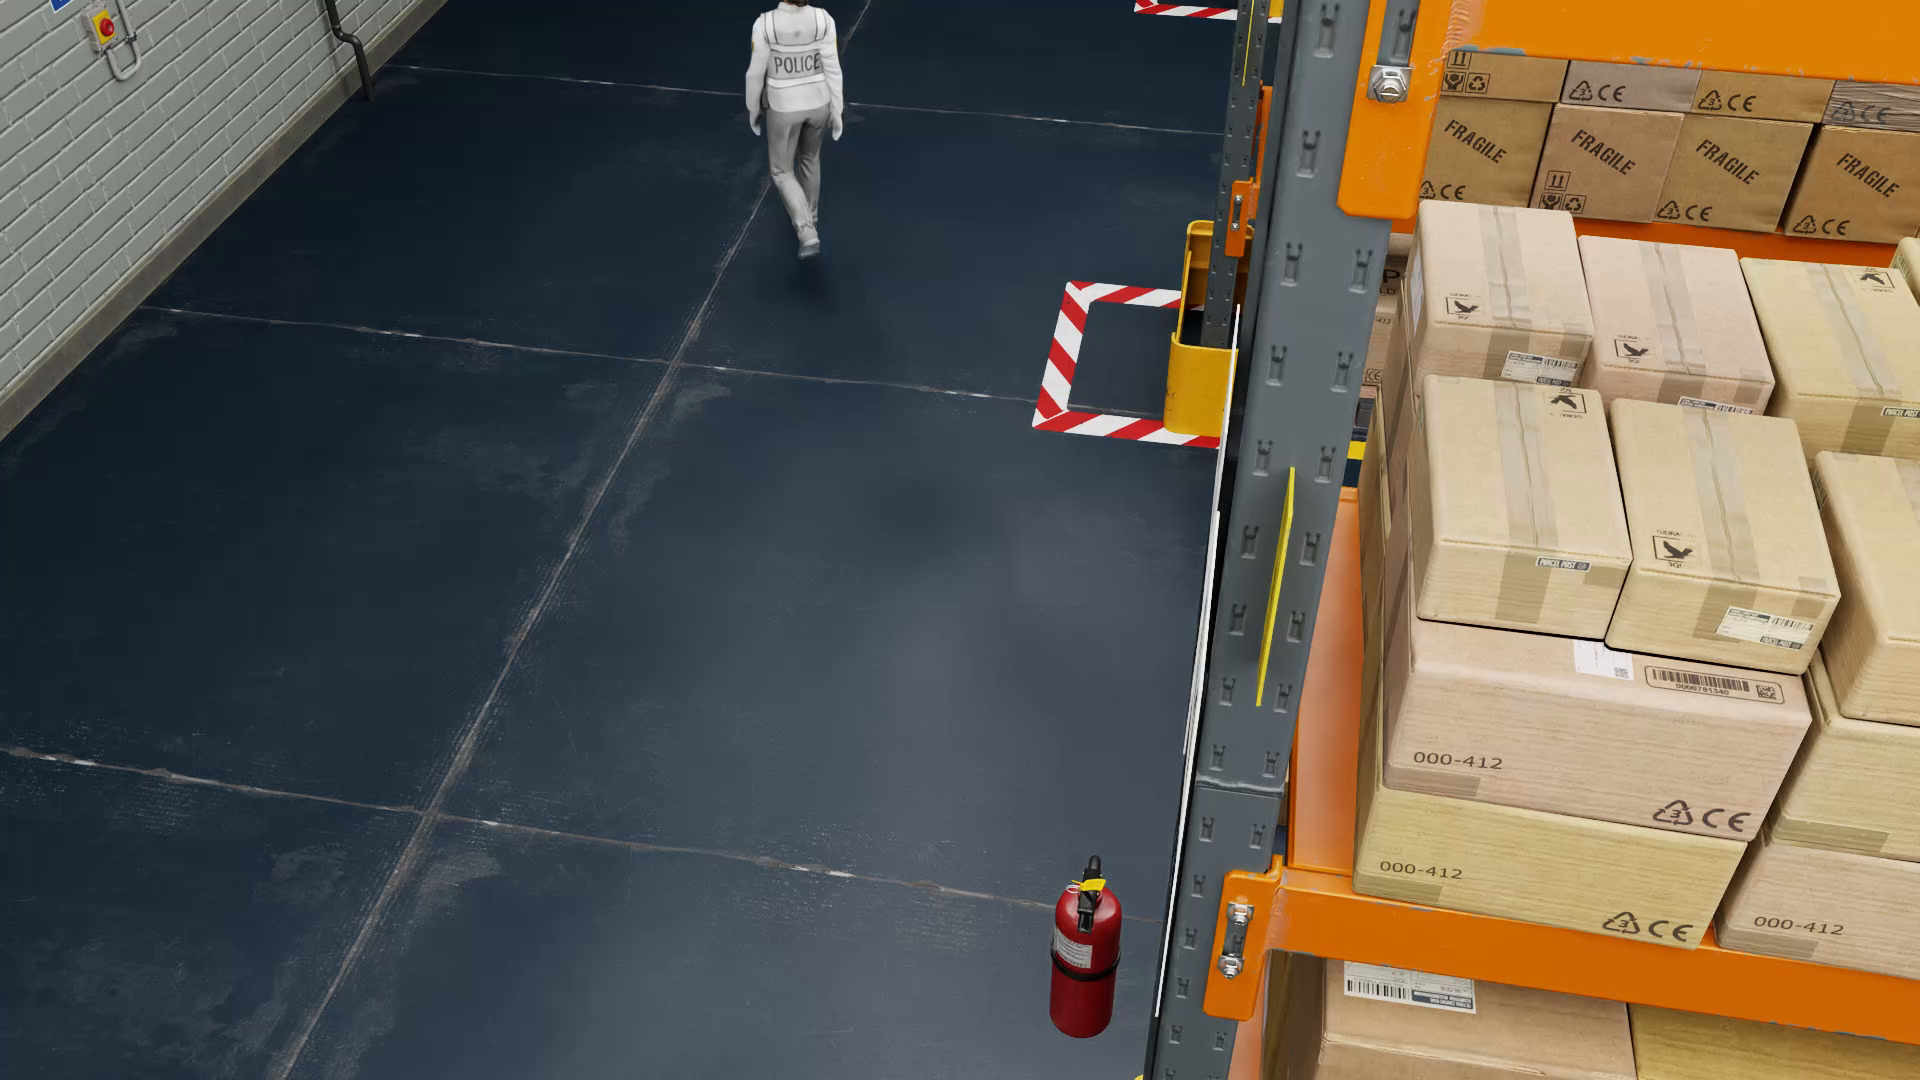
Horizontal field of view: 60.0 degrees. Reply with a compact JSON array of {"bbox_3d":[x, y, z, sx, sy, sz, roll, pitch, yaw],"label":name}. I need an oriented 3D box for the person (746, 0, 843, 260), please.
[{"bbox_3d":[-0.862,-2.268,8.748,0.491,1.661,0.814,-13,42,-15],"label":"person"}]
